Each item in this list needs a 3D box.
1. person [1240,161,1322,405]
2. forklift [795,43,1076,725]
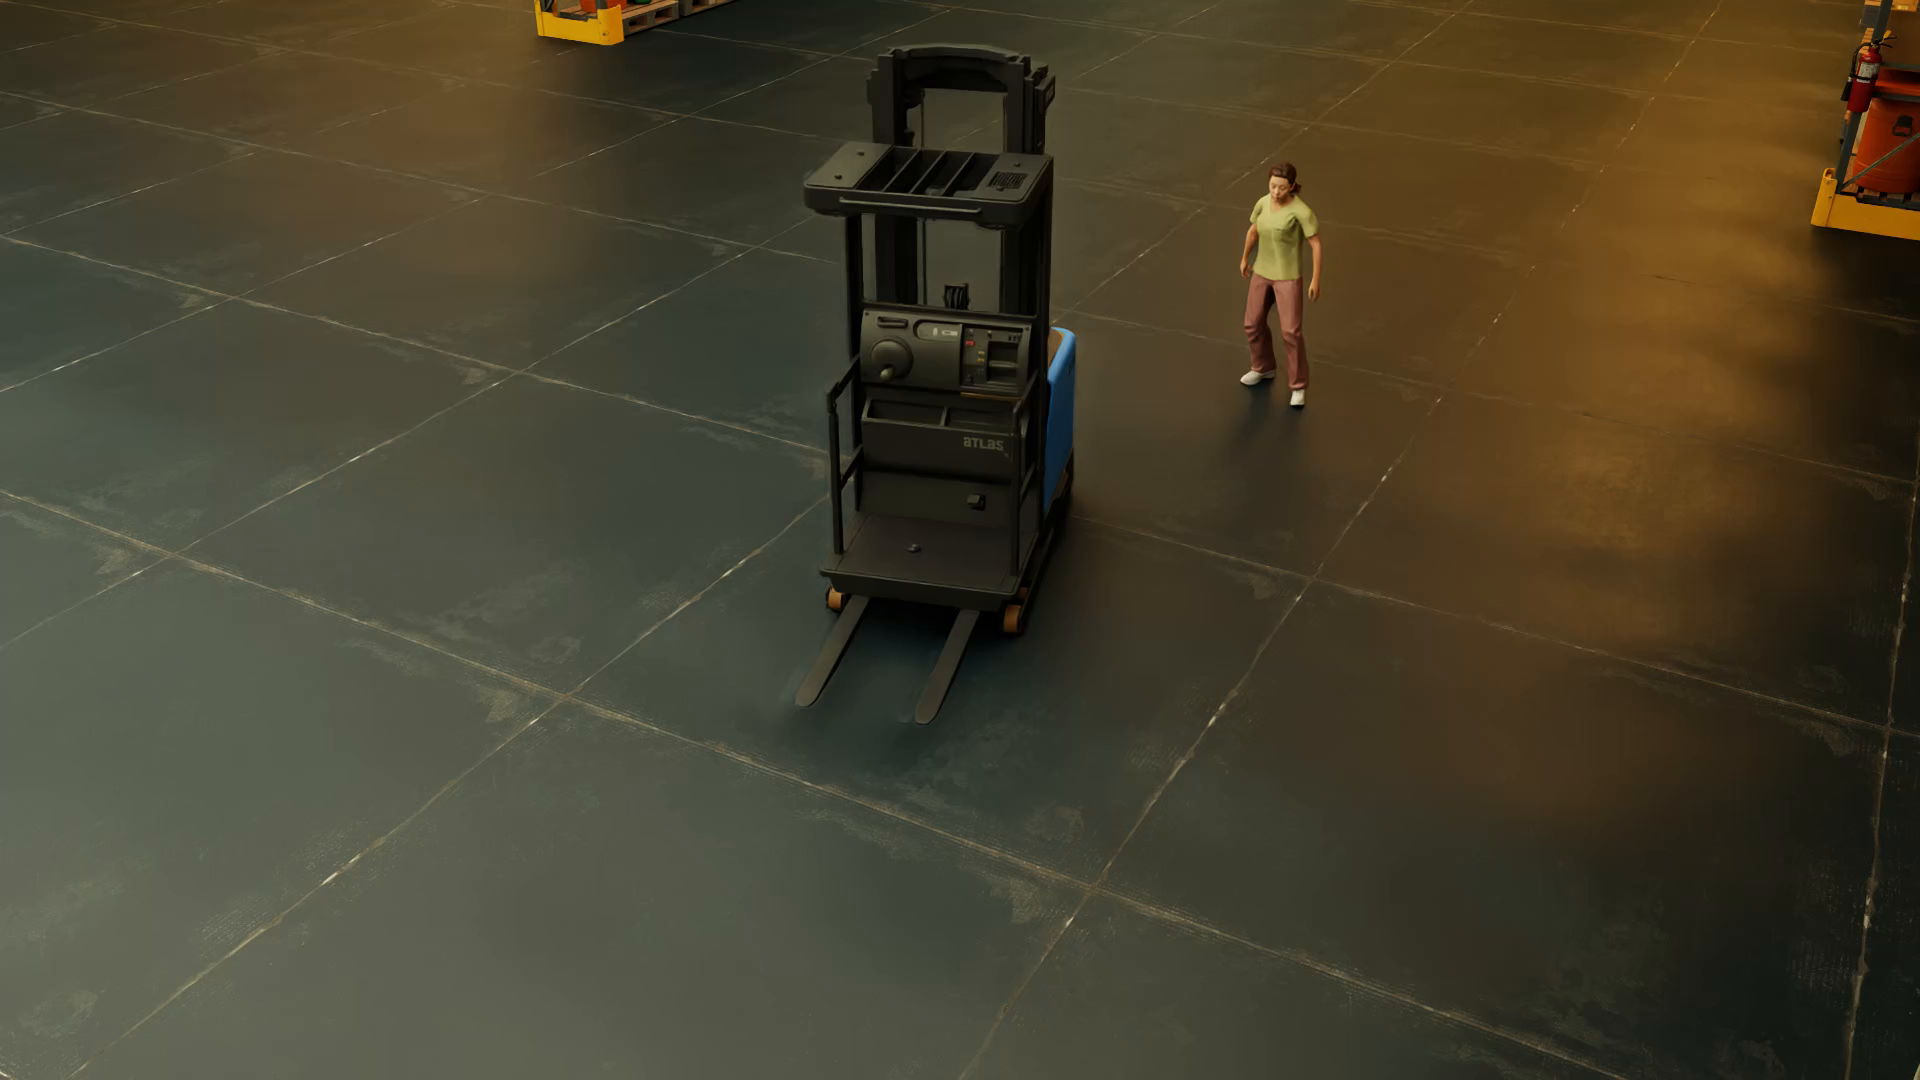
[{"bbox_3d":[2.211,-1.816,11.506,0.752,1.648,0.367,26,39,37],"label":"person"},{"bbox_3d":[-0.127,-0.963,8.739,1.130,2.935,3.031,7,31,12],"label":"forklift"}]
